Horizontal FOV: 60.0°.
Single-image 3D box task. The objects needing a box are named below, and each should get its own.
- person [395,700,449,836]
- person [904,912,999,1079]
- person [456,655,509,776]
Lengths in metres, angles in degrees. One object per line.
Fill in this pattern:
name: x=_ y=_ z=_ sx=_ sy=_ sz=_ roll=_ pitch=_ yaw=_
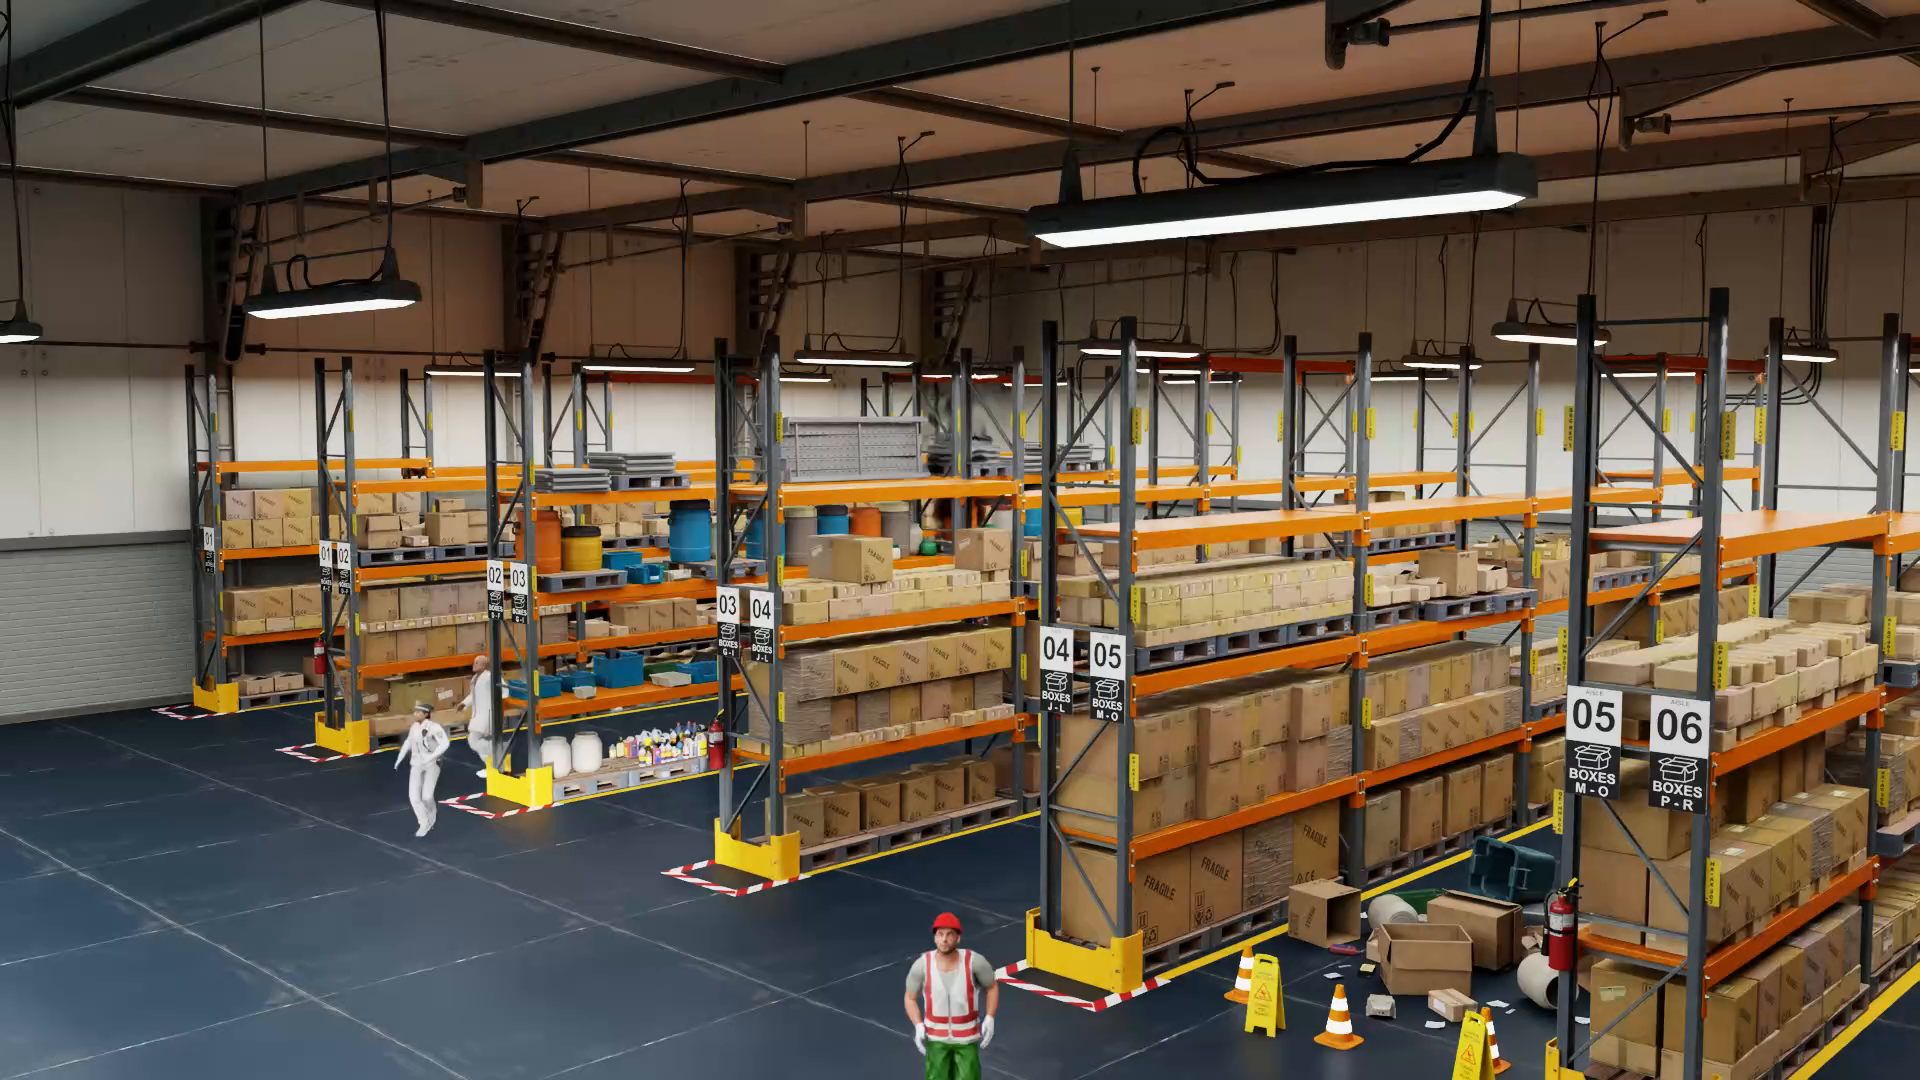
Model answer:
person: x=-6.630 y=2.793 z=20.475 sx=0.749 sy=1.668 sz=0.491 roll=1 pitch=4 yaw=9
person: x=-0.063 y=3.421 z=11.465 sx=0.657 sy=1.734 sz=0.572 roll=0 pitch=4 yaw=2
person: x=-6.759 y=2.500 z=23.502 sx=0.685 sy=1.741 sz=0.742 roll=-4 pitch=6 yaw=-42
